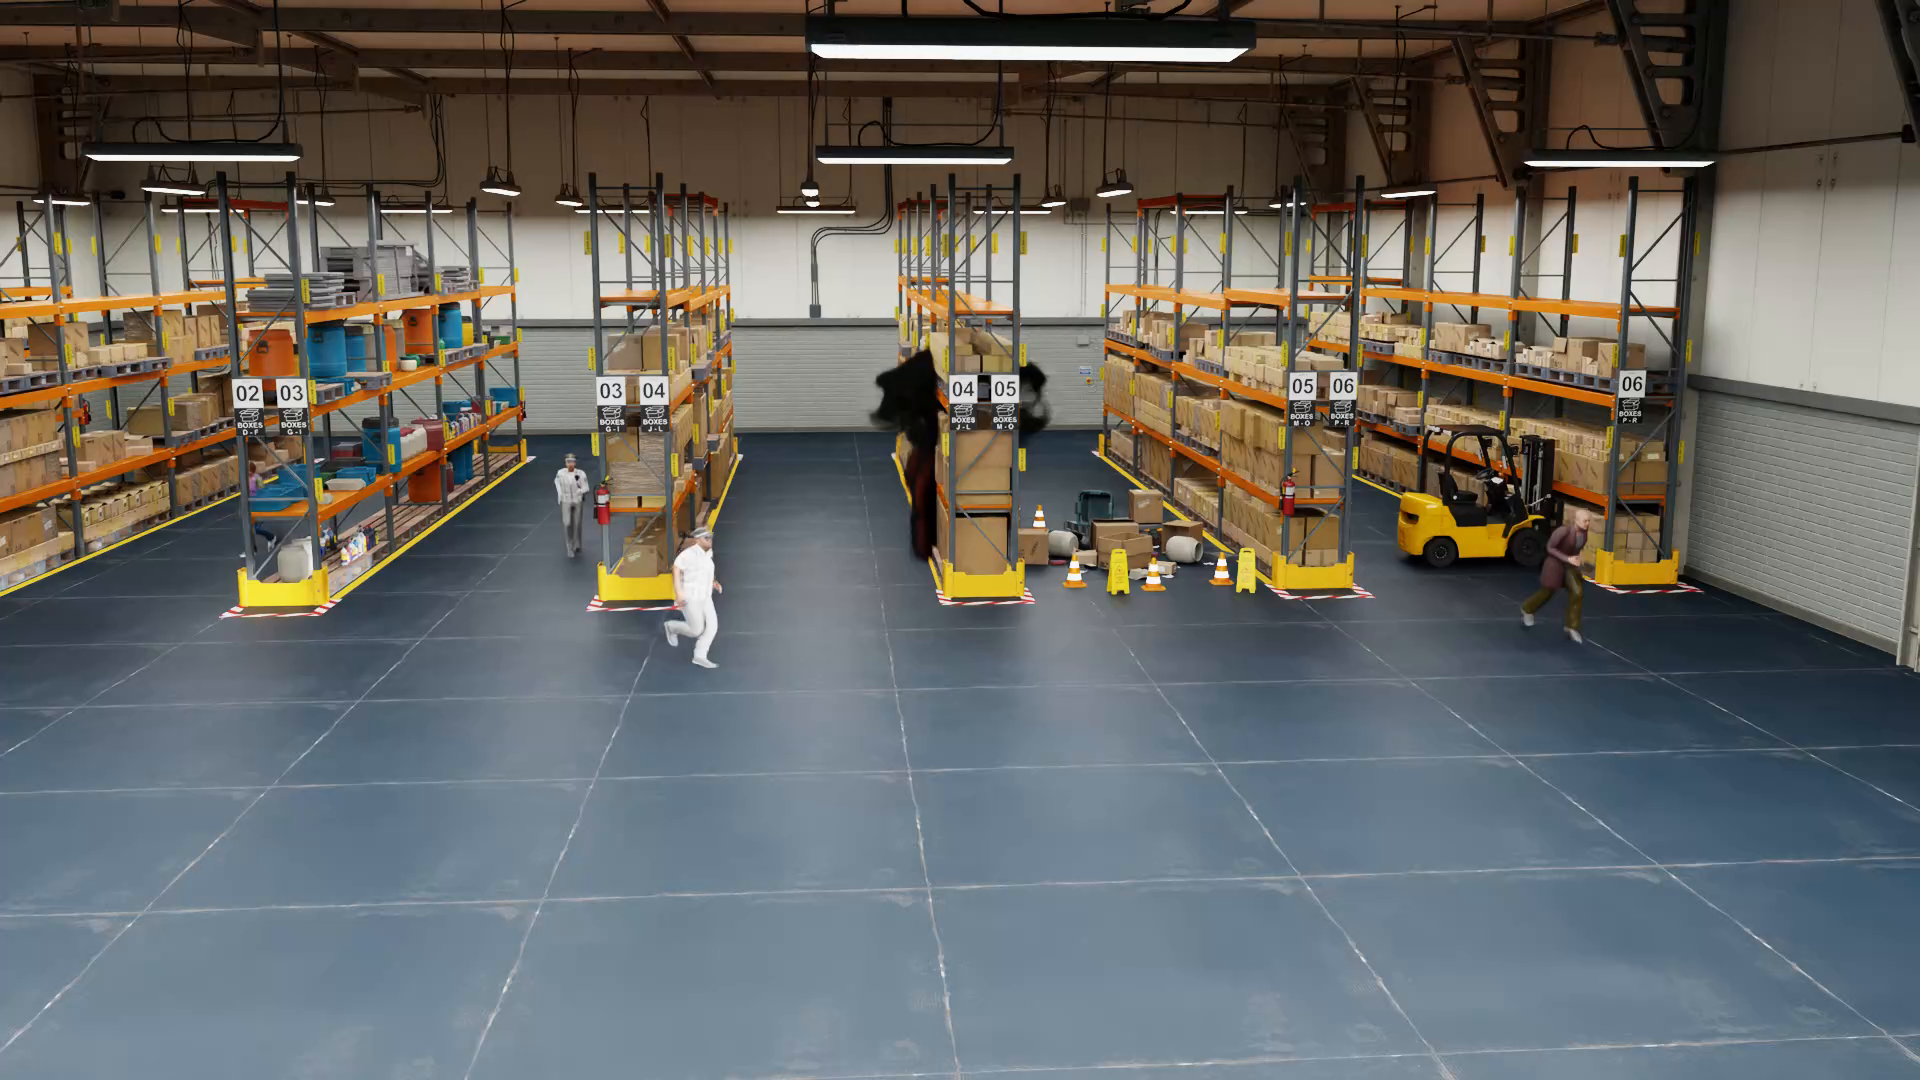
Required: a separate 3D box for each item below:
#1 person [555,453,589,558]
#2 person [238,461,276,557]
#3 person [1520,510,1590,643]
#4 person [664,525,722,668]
[{"bbox_3d":[-6.341,-0.576,27.239,0.542,1.735,0.864,-3,10,-14],"label":"person"},{"bbox_3d":[-11.431,-0.520,27.018,0.497,1.569,0.590,4,11,21],"label":"person"},{"bbox_3d":[7.743,0.496,21.643,0.755,1.572,1.072,-5,11,-28],"label":"person"},{"bbox_3d":[-3.233,0.671,20.072,0.723,1.747,0.693,5,11,27],"label":"person"}]
